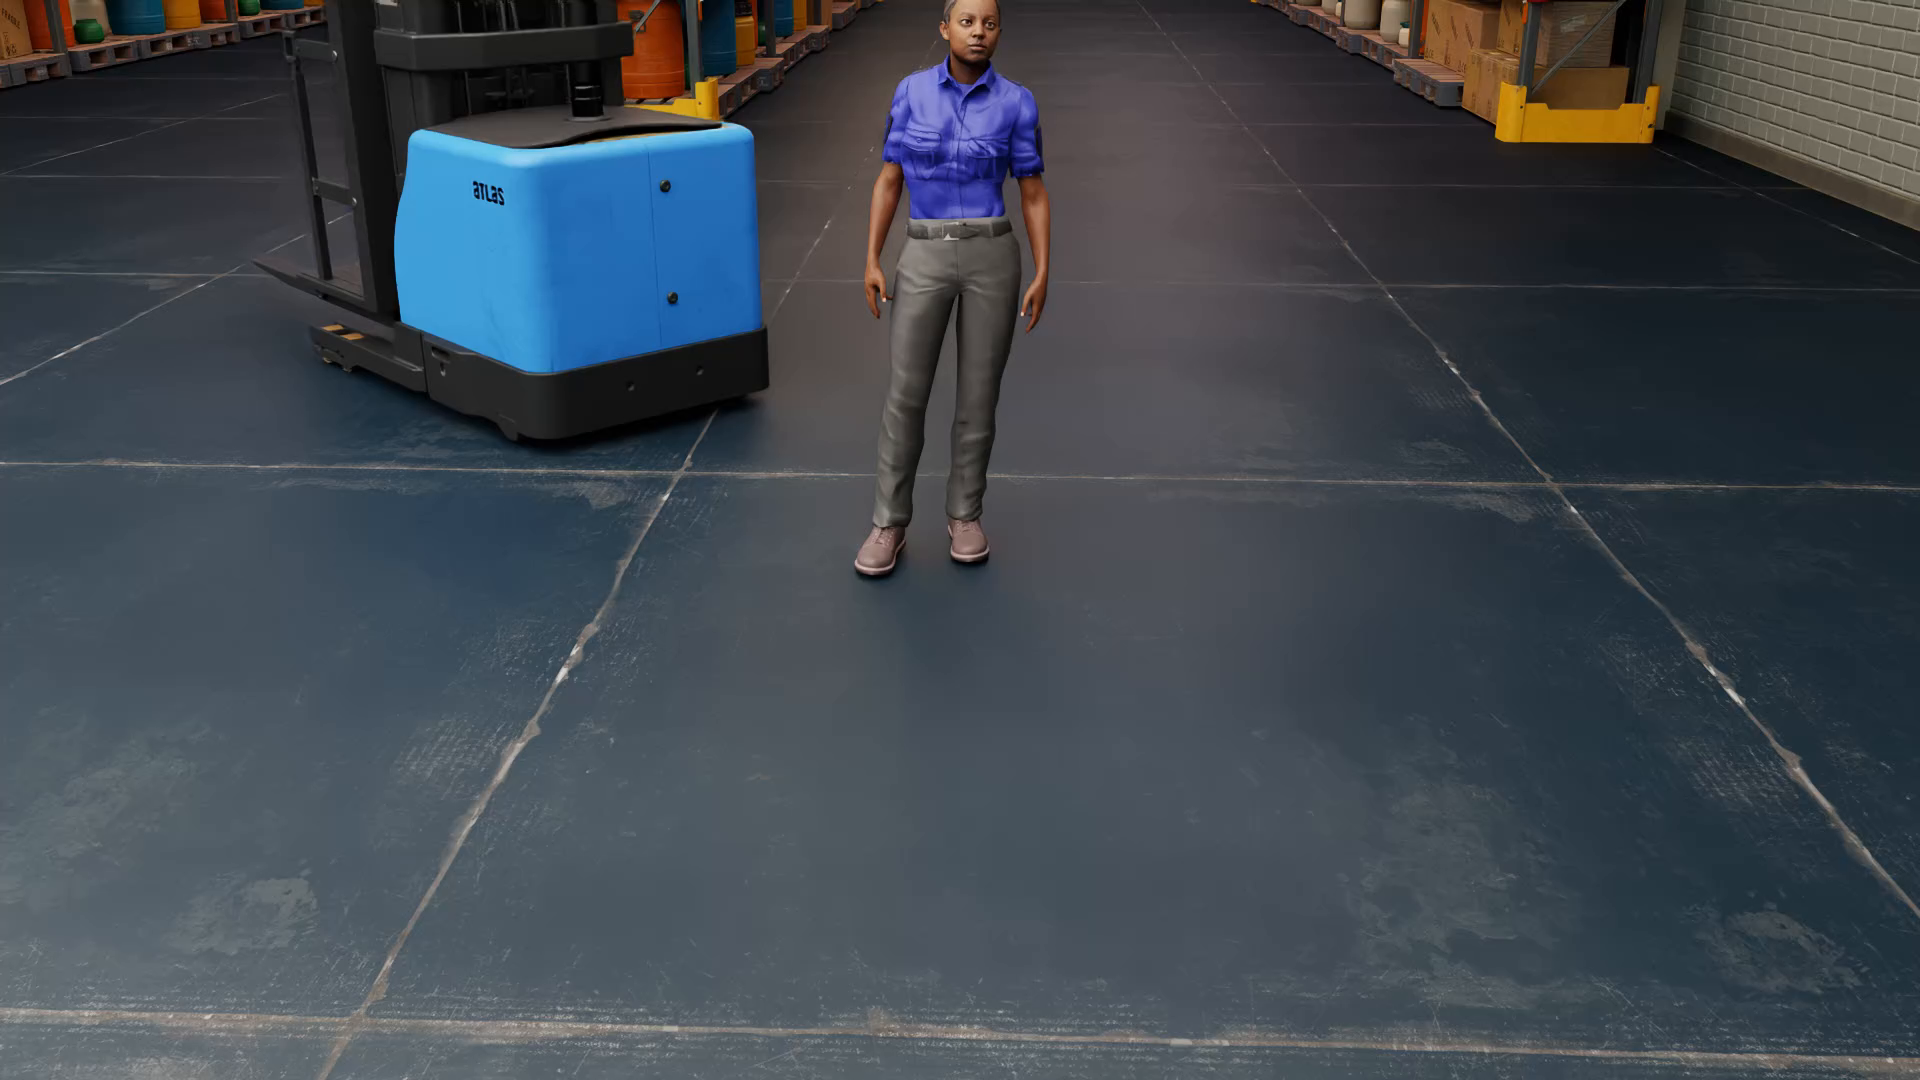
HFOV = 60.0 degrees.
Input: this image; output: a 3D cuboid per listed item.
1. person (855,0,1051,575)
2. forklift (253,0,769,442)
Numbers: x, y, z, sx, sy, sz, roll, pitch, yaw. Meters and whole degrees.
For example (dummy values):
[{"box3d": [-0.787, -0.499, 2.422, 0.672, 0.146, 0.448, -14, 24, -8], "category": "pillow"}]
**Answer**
[{"box3d": [-0.024, -0.744, 4.818, 0.569, 1.655, 0.504, 1, 22, 2], "category": "person"}, {"box3d": [-2.122, -2.176, 6.713, 1.130, 2.935, 3.031, -19, 29, -39], "category": "forklift"}]
